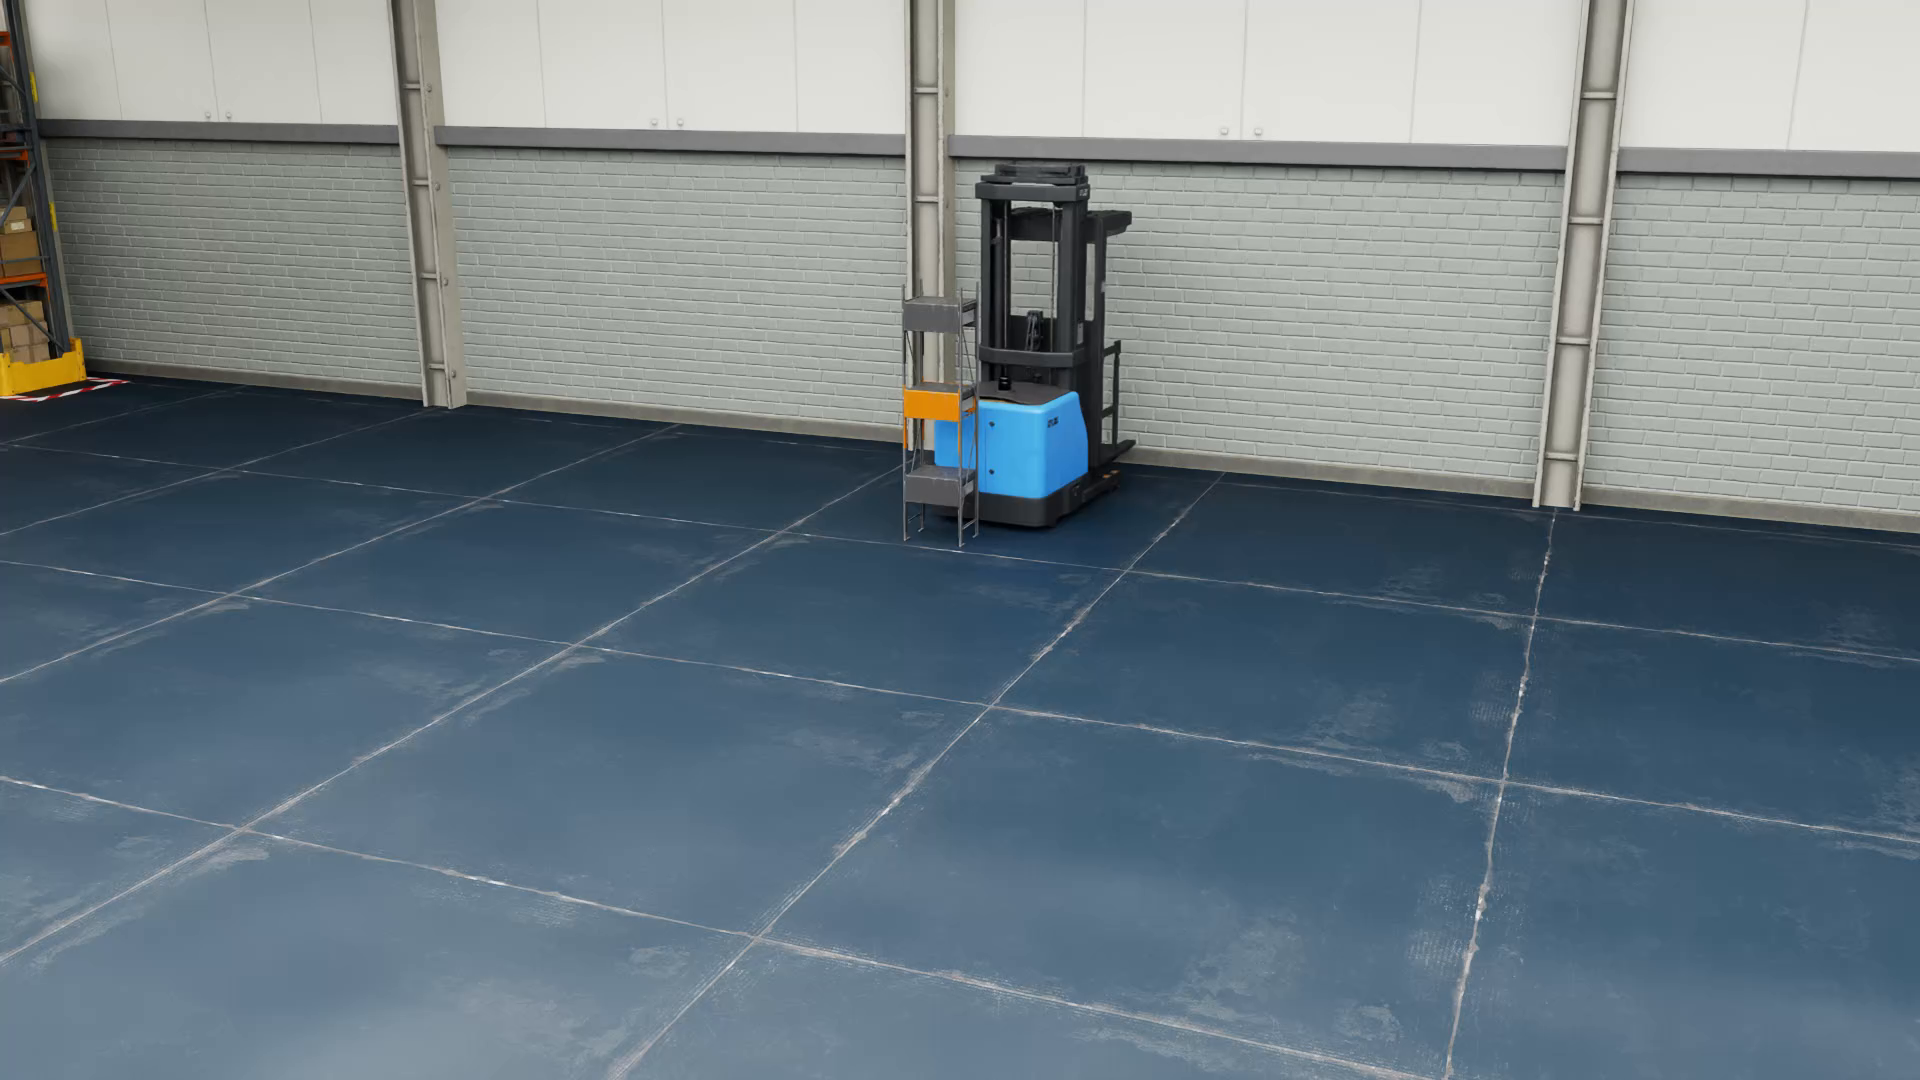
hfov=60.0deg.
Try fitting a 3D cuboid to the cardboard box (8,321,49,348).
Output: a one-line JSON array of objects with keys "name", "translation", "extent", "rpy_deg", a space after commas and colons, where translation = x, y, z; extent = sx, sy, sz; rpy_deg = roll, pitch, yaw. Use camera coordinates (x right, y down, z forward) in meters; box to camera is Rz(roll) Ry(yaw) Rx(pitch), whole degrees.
[{"name": "cardboard box", "translation": [-11.493, -2.515, 20.239], "extent": [0.500, 0.250, 0.500], "rpy_deg": [7, 17, 22]}]

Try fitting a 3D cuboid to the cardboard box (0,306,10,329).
[{"name": "cardboard box", "translation": [-11.675, -2.620, 19.702], "extent": [0.500, 0.250, 0.500], "rpy_deg": [7, 18, 22]}]

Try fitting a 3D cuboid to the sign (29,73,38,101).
[{"name": "sign", "translation": [-10.923, -5.334, 19.575], "extent": [0.005, 0.325, 0.100], "rpy_deg": [6, 17, 21]}]

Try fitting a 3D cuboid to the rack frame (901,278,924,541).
[{"name": "rack frame", "translation": [-0.381, -1.050, 13.525], "extent": [0.015, 2.100, 0.400], "rpy_deg": [6, 17, 21]}]

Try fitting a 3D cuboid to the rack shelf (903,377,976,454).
[{"name": "rack shelf", "translation": [-0.154, -1.012, 13.443], "extent": [0.480, 0.518, 0.431], "rpy_deg": [6, 17, 21]}]

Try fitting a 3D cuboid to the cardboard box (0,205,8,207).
[{"name": "cardboard box", "translation": [-11.590, -3.927, 19.946], "extent": [0.250, 0.149, 0.380], "rpy_deg": [7, 18, 23]}]

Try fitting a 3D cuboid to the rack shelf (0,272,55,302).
[{"name": "rack shelf", "translation": [-12.992, -3.151, 20.438], "extent": [4.000, 0.370, 1.077], "rpy_deg": [6, 17, 21]}]

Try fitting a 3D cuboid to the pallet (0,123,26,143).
[{"name": "pallet", "translation": [-11.780, -4.769, 19.499], "extent": [1.213, 0.211, 1.003], "rpy_deg": [6, 17, 21]}]

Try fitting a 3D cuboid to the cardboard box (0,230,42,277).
[{"name": "cardboard box", "translation": [-11.491, -3.463, 20.041], "extent": [0.500, 0.500, 0.500], "rpy_deg": [7, 18, 22]}]

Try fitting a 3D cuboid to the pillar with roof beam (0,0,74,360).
[{"name": "pillar with roof beam", "translation": [-13.028, -5.361, 16.001], "extent": [0.400, 9.000, 9.100], "rpy_deg": [6, 17, 21]}]

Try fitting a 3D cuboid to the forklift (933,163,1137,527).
[{"name": "forklift", "translation": [0.855, -1.882, 14.901], "extent": [1.130, 2.935, 3.031], "rpy_deg": [8, 18, 24]}]

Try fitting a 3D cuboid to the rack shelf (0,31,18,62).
[{"name": "rack shelf", "translation": [-12.992, -5.840, 19.657], "extent": [4.000, 0.370, 1.077], "rpy_deg": [6, 17, 21]}]

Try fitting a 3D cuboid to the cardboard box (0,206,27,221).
[{"name": "cardboard box", "translation": [-11.366, -3.884, 19.796], "extent": [0.250, 0.149, 0.380], "rpy_deg": [6, 17, 20]}]

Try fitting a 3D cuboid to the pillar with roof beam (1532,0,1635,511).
[{"name": "pillar with roof beam", "translation": [3.716, -3.520, 9.658], "extent": [0.400, 9.000, 9.100], "rpy_deg": [6, 17, 21]}]

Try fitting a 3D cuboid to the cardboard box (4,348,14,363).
[{"name": "cardboard box", "translation": [-11.685, -2.139, 19.841], "extent": [0.500, 0.250, 0.500], "rpy_deg": [6, 17, 21]}]

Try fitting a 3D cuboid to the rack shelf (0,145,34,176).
[{"name": "rack shelf", "translation": [-12.992, -4.592, 20.020], "extent": [4.000, 0.370, 1.077], "rpy_deg": [6, 17, 21]}]

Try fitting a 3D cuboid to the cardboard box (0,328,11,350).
[{"name": "cardboard box", "translation": [-11.699, -2.382, 19.780], "extent": [0.500, 0.250, 0.500], "rpy_deg": [6, 17, 20]}]

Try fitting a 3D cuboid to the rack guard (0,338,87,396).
[{"name": "rack guard", "translation": [-11.109, -2.089, 19.973], "extent": [0.348, 0.500, 1.175], "rpy_deg": [6, 17, 21]}]

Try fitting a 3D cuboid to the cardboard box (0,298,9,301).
[{"name": "cardboard box", "translation": [-11.976, -2.802, 20.329], "extent": [0.500, 0.250, 0.500], "rpy_deg": [6, 17, 21]}]

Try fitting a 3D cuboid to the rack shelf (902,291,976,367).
[{"name": "rack shelf", "translation": [-0.154, -1.684, 13.248], "extent": [0.480, 0.518, 0.431], "rpy_deg": [6, 17, 21]}]

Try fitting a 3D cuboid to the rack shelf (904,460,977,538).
[{"name": "rack shelf", "translation": [-0.154, -0.340, 13.638], "extent": [0.480, 0.518, 0.431], "rpy_deg": [6, 17, 21]}]

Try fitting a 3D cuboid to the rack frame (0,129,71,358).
[{"name": "rack frame", "translation": [-11.132, -3.292, 19.633], "extent": [0.127, 3.000, 1.000], "rpy_deg": [6, 17, 21]}]

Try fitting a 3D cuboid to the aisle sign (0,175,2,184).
[{"name": "aisle sign", "translation": [-11.178, -4.457, 18.985], "extent": [0.004, 0.787, 0.394], "rpy_deg": [6, 17, 21]}]

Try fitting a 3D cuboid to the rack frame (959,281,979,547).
[{"name": "rack frame", "translation": [0.073, -1.000, 13.353], "extent": [0.015, 2.100, 0.400], "rpy_deg": [6, 17, 21]}]

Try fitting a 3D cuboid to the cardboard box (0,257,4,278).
[{"name": "cardboard box", "translation": [-11.686, -3.322, 19.558], "extent": [0.500, 0.500, 0.500], "rpy_deg": [6, 17, 19]}]

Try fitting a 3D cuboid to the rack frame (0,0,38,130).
[{"name": "rack frame", "translation": [-11.132, -6.173, 18.796], "extent": [0.127, 3.000, 1.000], "rpy_deg": [6, 17, 21]}]

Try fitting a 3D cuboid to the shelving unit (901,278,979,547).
[{"name": "shelving unit", "translation": [-0.154, -1.025, 13.439], "extent": [0.503, 2.100, 0.431], "rpy_deg": [6, 17, 21]}]

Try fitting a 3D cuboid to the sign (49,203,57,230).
[{"name": "sign", "translation": [-10.923, -3.889, 19.995], "extent": [0.005, 0.325, 0.100], "rpy_deg": [6, 17, 21]}]

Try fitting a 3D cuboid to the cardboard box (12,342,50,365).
[{"name": "cardboard box", "translation": [-11.517, -2.274, 20.305], "extent": [0.500, 0.250, 0.500], "rpy_deg": [6, 17, 21]}]

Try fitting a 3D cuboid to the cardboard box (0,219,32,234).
[{"name": "cardboard box", "translation": [-11.352, -3.753, 19.880], "extent": [0.250, 0.149, 0.380], "rpy_deg": [6, 17, 19]}]

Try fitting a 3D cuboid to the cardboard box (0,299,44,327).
[{"name": "cardboard box", "translation": [-11.509, -2.752, 20.157], "extent": [0.500, 0.250, 0.500], "rpy_deg": [6, 17, 20]}]

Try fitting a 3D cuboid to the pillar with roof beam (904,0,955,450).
[{"name": "pillar with roof beam", "translation": [-1.865, -4.134, 11.773], "extent": [0.400, 9.000, 9.100], "rpy_deg": [6, 17, 21]}]

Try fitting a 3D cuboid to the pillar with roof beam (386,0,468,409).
[{"name": "pillar with roof beam", "translation": [-7.447, -4.748, 13.887], "extent": [0.400, 9.000, 9.100], "rpy_deg": [6, 17, 21]}]
